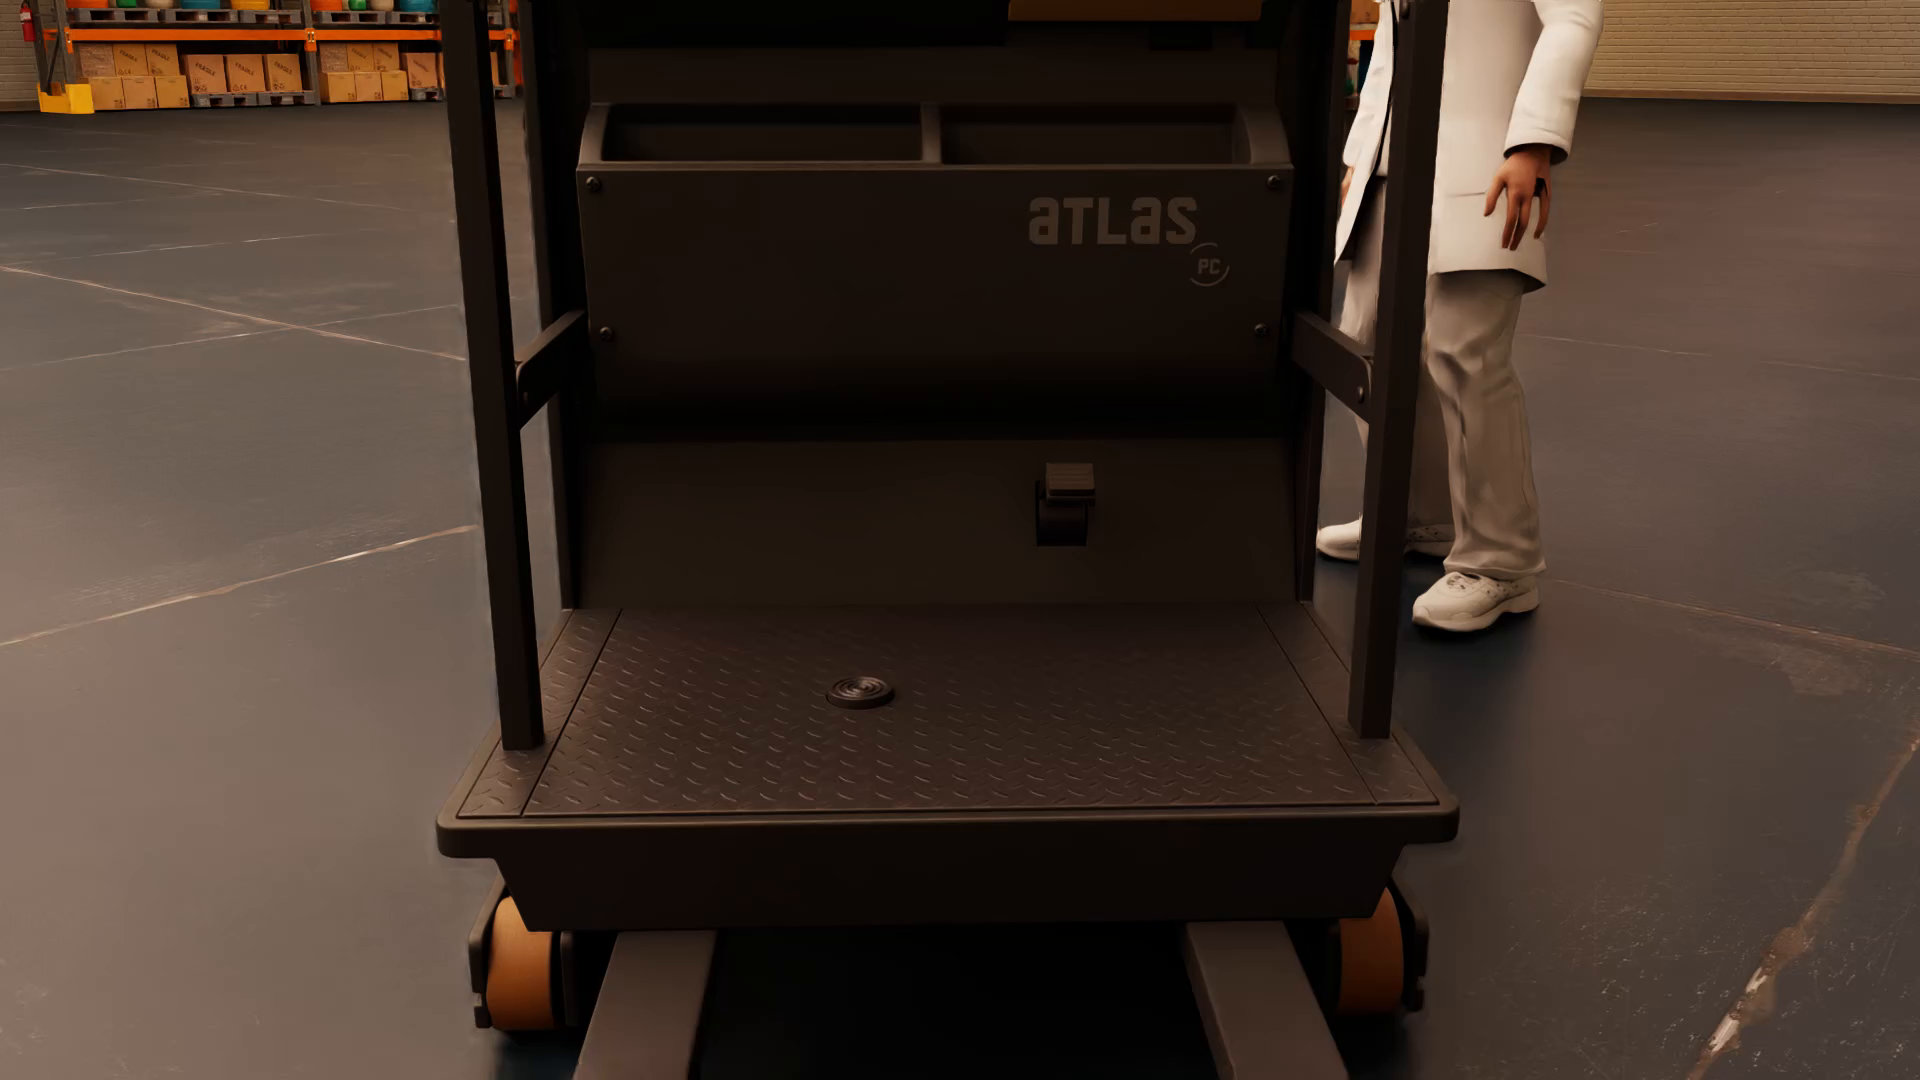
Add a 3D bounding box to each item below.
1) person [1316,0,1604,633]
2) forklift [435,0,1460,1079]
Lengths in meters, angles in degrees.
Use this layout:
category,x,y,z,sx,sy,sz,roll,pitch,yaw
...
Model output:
category,x,y,z,sx,sy,sz,roll,pitch,yaw
person,0.994,-0.766,3.452,0.453,1.752,0.823,-6,18,-19
forklift,-0.022,-0.905,1.878,1.130,2.935,3.031,-1,17,-2
